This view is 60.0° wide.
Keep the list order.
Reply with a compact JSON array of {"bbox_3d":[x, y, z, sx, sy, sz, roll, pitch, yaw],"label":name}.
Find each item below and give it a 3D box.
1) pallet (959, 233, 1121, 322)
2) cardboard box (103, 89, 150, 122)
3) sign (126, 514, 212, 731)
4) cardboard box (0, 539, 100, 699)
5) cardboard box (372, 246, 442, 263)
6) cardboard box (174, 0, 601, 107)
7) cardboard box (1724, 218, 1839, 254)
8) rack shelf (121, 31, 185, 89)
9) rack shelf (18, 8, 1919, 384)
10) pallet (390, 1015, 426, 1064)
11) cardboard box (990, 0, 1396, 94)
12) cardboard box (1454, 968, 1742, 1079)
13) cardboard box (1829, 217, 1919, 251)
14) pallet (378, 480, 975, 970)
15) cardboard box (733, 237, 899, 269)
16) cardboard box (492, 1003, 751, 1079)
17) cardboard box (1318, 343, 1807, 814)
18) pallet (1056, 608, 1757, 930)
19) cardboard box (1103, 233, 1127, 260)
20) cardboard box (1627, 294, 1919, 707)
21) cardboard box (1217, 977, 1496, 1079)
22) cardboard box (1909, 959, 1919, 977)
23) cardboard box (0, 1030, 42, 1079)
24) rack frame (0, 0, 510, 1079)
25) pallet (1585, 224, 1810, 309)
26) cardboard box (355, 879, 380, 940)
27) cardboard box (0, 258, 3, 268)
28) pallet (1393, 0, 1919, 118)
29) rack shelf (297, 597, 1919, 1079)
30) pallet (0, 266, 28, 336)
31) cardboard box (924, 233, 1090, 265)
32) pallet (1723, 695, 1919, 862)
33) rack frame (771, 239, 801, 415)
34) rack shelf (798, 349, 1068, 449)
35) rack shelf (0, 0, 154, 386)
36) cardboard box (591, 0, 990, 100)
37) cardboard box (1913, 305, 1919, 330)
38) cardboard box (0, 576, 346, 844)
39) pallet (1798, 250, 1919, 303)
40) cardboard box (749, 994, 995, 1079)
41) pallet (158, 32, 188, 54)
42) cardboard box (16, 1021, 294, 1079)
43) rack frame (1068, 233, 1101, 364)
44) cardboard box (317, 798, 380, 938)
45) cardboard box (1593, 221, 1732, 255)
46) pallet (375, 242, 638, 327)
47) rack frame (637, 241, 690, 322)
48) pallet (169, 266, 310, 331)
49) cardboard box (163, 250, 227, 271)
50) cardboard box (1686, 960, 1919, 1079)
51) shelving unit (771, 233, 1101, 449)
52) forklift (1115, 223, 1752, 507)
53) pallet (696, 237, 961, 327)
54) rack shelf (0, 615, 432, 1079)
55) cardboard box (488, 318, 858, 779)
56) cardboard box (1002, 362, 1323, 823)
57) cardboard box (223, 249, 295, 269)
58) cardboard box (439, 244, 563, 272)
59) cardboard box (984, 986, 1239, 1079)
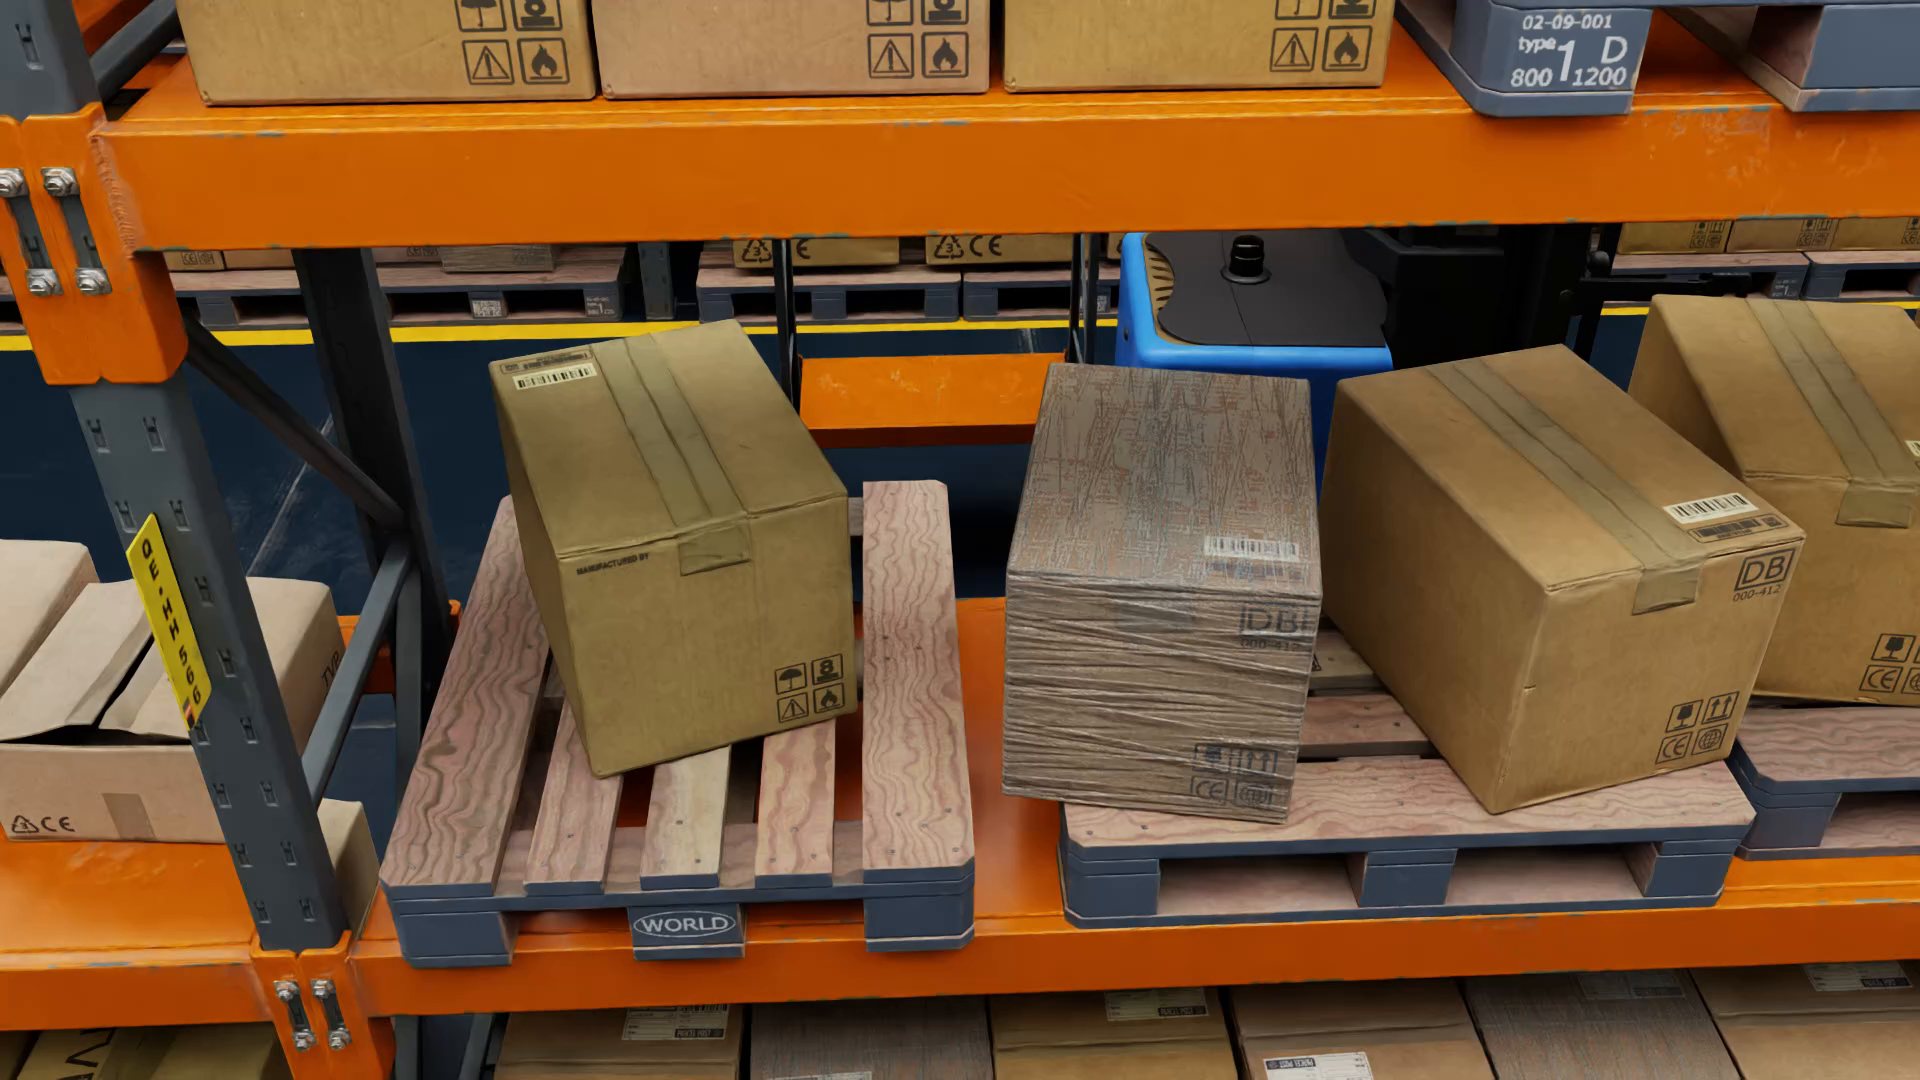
[{"bbox_3d":[0.592,-1.394,8.079,1.213,0.211,1.003,-2,35,-2],"label":"pallet"},{"bbox_3d":[-3.717,-1.944,7.575,0.500,0.250,0.500,-2,35,-4],"label":"cardboard box"},{"bbox_3d":[-1.147,0.124,2.418,0.005,0.325,0.100,-2,35,-2],"label":"sign"},{"bbox_3d":[-2.079,0.235,3.353,0.500,0.311,0.500,-2,35,-3],"label":"cardboard box"},{"bbox_3d":[-2.652,-1.688,7.863,0.500,0.500,0.700,-2,35,-2],"label":"cardboard box"},{"bbox_3d":[-0.742,-1.021,2.366,0.500,0.500,0.910,-2,35,-2],"label":"cardboard box"},{"bbox_3d":[3.835,-1.758,7.981,0.500,0.500,0.700,-2,35,-3],"label":"cardboard box"},{"bbox_3d":[-3.413,-2.182,7.399,4.000,0.370,1.077,-2,35,-2],"label":"rack shelf"},{"bbox_3d":[0.821,-0.707,2.632,4.000,0.370,1.077,-2,35,-2],"label":"rack shelf"},{"bbox_3d":[-2.001,1.431,3.997,1.213,0.211,1.003,-2,35,-2],"label":"pallet"},{"bbox_3d":[0.287,-1.049,2.406,0.500,0.500,0.910,-2,35,-2],"label":"cardboard box"},{"bbox_3d":[1.345,1.222,3.659,0.500,0.500,0.500,-1,35,-2],"label":"cardboard box"},{"bbox_3d":[4.347,-1.770,7.999,0.500,0.500,0.700,-1,35,-1],"label":"cardboard box"},{"bbox_3d":[-0.503,0.305,3.342,1.003,0.211,1.213,-2,35,-2],"label":"pallet"},{"bbox_3d":[-0.674,-1.765,7.685,0.750,0.750,0.750,-2,35,-3],"label":"cardboard box"},{"bbox_3d":[-0.708,1.281,3.572,0.500,0.500,0.500,0,35,0],"label":"cardboard box"},{"bbox_3d":[1.057,0.045,3.092,0.500,0.500,0.700,-10,36,-14],"label":"cardboard box"},{"bbox_3d":[0.766,0.308,3.337,1.213,0.211,1.003,-2,35,-2],"label":"pallet"},{"bbox_3d":[1.050,-1.811,7.751,0.750,0.750,0.750,-1,35,-1],"label":"cardboard box"},{"bbox_3d":[1.651,-0.097,3.297,0.500,0.500,0.700,4,35,5],"label":"cardboard box"},{"bbox_3d":[0.837,1.237,3.637,0.500,0.500,0.500,-3,35,-4],"label":"cardboard box"},{"bbox_3d":[2.340,1.200,3.691,0.500,0.500,0.500,-2,35,-2],"label":"cardboard box"},{"bbox_3d":[-2.207,1.184,3.458,0.500,0.311,0.500,-2,35,-3],"label":"cardboard box"},{"bbox_3d":[-1.177,0.284,3.203,0.127,3.000,1.000,-2,35,-2],"label":"rack frame"},{"bbox_3d":[3.344,-1.469,8.187,1.213,0.211,1.003,-2,35,-2],"label":"pallet"},{"bbox_3d":[-1.714,1.089,4.087,0.500,0.250,0.500,-2,35,-2],"label":"cardboard box"},{"bbox_3d":[-4.676,-1.606,7.745,0.500,0.500,0.700,0,35,-1],"label":"cardboard box"},{"bbox_3d":[1.128,-0.972,2.548,1.003,0.211,1.213,-2,35,-2],"label":"pallet"},{"bbox_3d":[0.821,0.526,3.486,4.000,0.370,1.077,-2,35,-2],"label":"rack shelf"},{"bbox_3d":[-4.633,-1.299,7.941,1.213,0.211,1.003,-2,35,-2],"label":"pallet"},{"bbox_3d":[0.201,-1.785,7.714,0.750,0.750,0.750,-2,35,-2],"label":"cardboard box"},{"bbox_3d":[2.016,0.215,3.472,1.213,0.211,1.003,-2,35,-2],"label":"pallet"},{"bbox_3d":[-0.593,-0.601,5.800,0.032,1.500,0.500,-2,35,-2],"label":"rack frame"},{"bbox_3d":[-0.085,-0.467,5.922,1.000,0.185,0.538,-2,35,-2],"label":"rack shelf"},{"bbox_3d":[-3.174,-0.599,2.477,4.000,0.370,1.077,-2,35,-2],"label":"rack shelf"},{"bbox_3d":[-0.233,-1.035,2.386,0.500,0.500,0.910,-2,35,-2],"label":"cardboard box"},{"bbox_3d":[2.335,-0.152,3.376,0.500,0.500,0.700,-13,37,-18],"label":"cardboard box"},{"bbox_3d":[-1.542,0.306,3.250,0.500,0.311,0.500,1,35,1],"label":"cardboard box"},{"bbox_3d":[4.566,-1.503,8.236,1.213,0.211,1.003,-2,35,-2],"label":"pallet"},{"bbox_3d":[-0.186,1.264,3.597,0.500,0.500,0.500,-3,35,-4],"label":"cardboard box"},{"bbox_3d":[-3.390,-2.376,7.216,1.213,0.211,1.003,-2,35,-2],"label":"pallet"},{"bbox_3d":[-1.688,1.166,3.484,0.500,0.311,0.500,-1,35,-1],"label":"cardboard box"},{"bbox_3d":[0.423,-0.628,5.840,0.032,1.500,0.500,-2,35,-2],"label":"rack frame"},{"bbox_3d":[-1.714,0.859,3.927,0.500,0.311,0.500,0,35,-1],"label":"cardboard box"},{"bbox_3d":[3.333,-1.746,7.964,0.500,0.500,0.700,-1,35,-2],"label":"cardboard box"},{"bbox_3d":[-2.195,-1.365,8.036,1.213,0.211,1.003,-2,35,-2],"label":"pallet"},{"bbox_3d":[-1.415,-2.531,7.272,0.127,3.000,1.000,-2,35,-2],"label":"rack frame"},{"bbox_3d":[-3.411,-1.333,7.991,1.213,0.211,1.003,-2,35,-2],"label":"pallet"},{"bbox_3d":[-3.651,-1.639,7.793,0.500,0.500,0.700,-1,35,-2],"label":"cardboard box"},{"bbox_3d":[1.845,1.208,3.678,0.500,0.500,0.500,-1,35,-2],"label":"cardboard box"},{"bbox_3d":[-0.076,-0.615,5.820,1.083,1.500,0.587,-2,35,-2],"label":"shelving unit"},{"bbox_3d":[2.077,-1.177,5.374,3.031,2.935,1.130,1,35,1],"label":"forklift"},{"bbox_3d":[-0.624,-1.363,8.034,1.213,0.211,1.003,-2,35,-2],"label":"pallet"},{"bbox_3d":[-3.174,0.634,3.330,4.000,0.370,1.077,-2,35,-2],"label":"rack shelf"},{"bbox_3d":[-0.553,-0.010,3.172,0.500,0.500,0.700,-13,37,-18],"label":"cardboard box"},{"bbox_3d":[0.370,0.073,3.051,0.500,0.500,0.700,5,35,7],"label":"cardboard box"},{"bbox_3d":[-3.147,-1.658,7.820,0.500,0.500,0.700,-2,35,-2],"label":"cardboard box"},{"bbox_3d":[-2.131,-1.635,7.787,0.500,0.500,0.700,-1,35,-2],"label":"cardboard box"},{"bbox_3d":[0.316,1.254,3.613,0.500,0.500,0.500,-2,35,-3],"label":"cardboard box"}]
